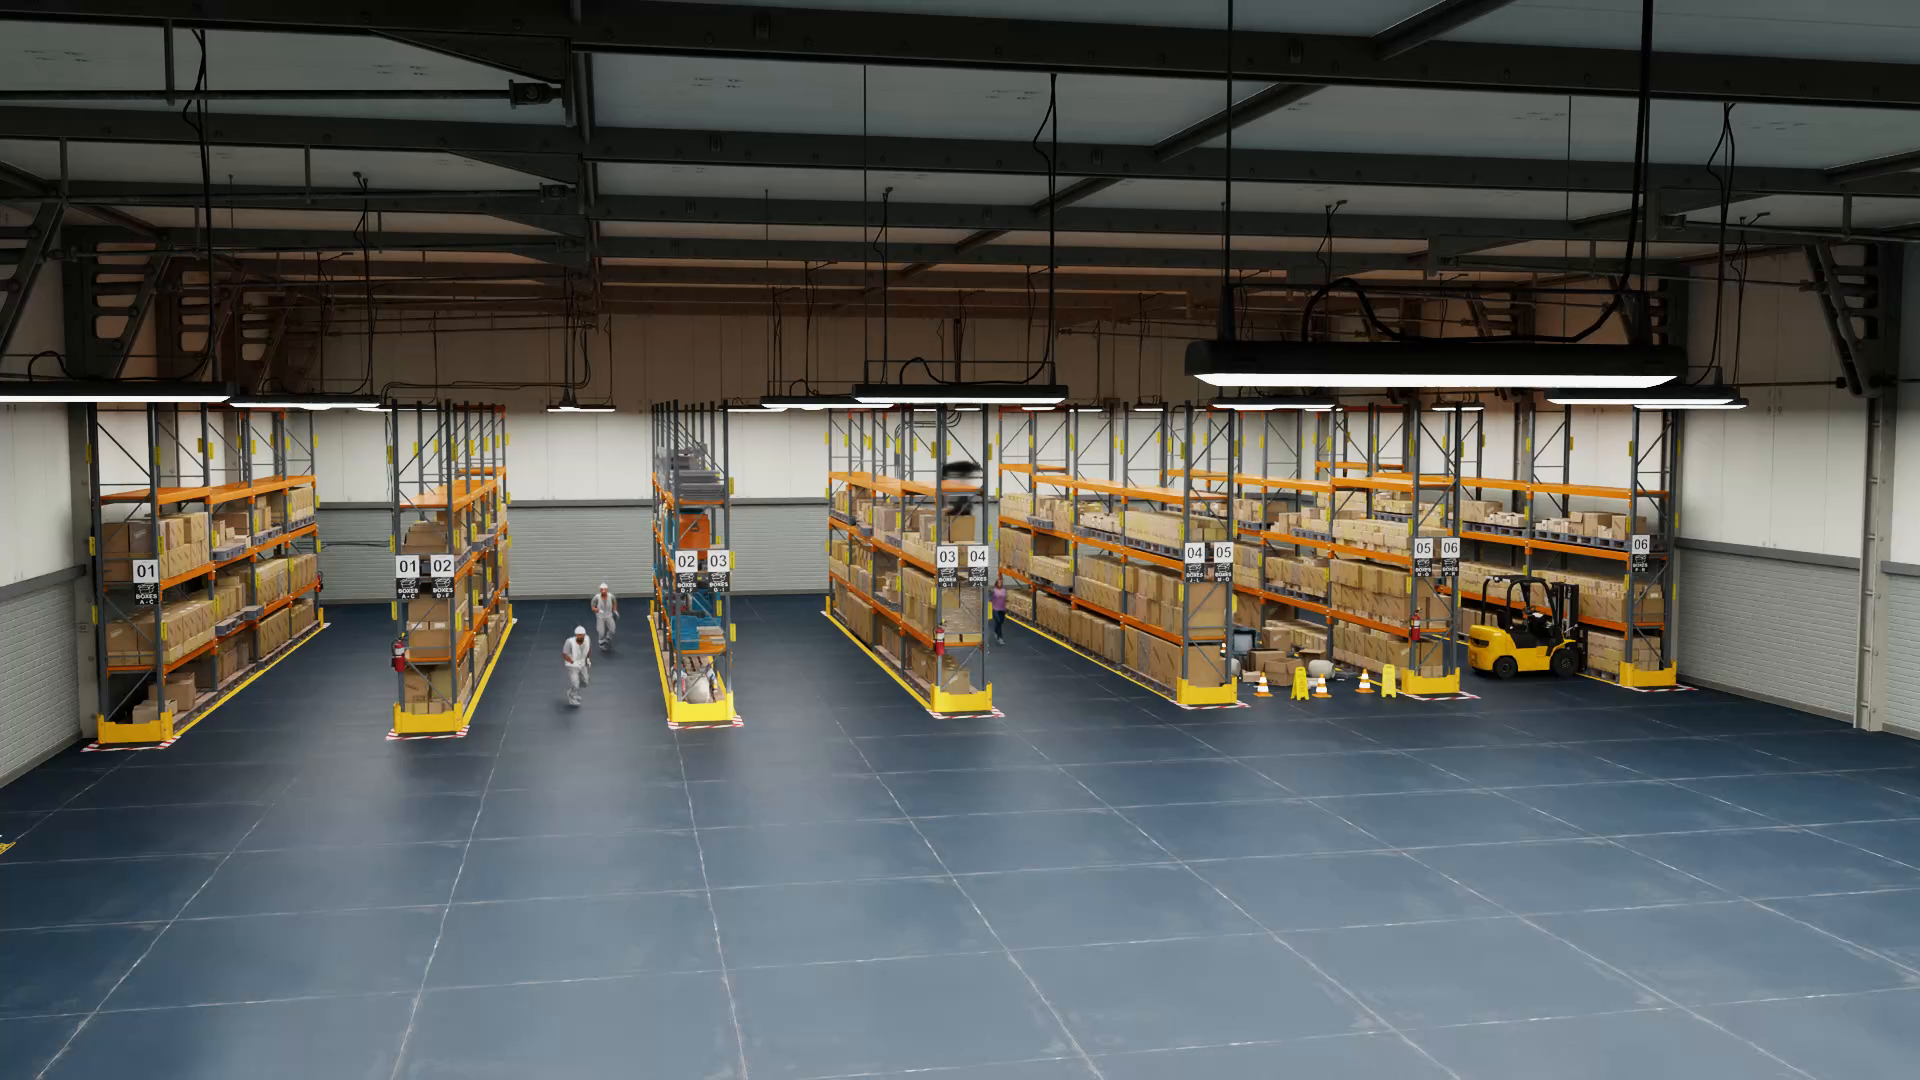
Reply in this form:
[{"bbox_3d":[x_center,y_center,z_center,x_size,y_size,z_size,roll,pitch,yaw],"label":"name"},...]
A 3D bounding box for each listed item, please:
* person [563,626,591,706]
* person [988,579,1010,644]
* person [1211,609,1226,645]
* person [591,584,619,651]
[{"bbox_3d":[-7.537,2.454,32.612,0.897,1.608,0.656,4,6,44],"label":"person"},{"bbox_3d":[0.970,1.763,41.666,0.527,1.591,0.888,-1,5,-19],"label":"person"},{"bbox_3d":[6.390,1.817,41.162,0.594,1.630,0.917,-3,5,-31],"label":"person"},{"bbox_3d":[-8.549,1.872,40.101,0.690,1.674,0.784,-2,5,-22],"label":"person"}]
